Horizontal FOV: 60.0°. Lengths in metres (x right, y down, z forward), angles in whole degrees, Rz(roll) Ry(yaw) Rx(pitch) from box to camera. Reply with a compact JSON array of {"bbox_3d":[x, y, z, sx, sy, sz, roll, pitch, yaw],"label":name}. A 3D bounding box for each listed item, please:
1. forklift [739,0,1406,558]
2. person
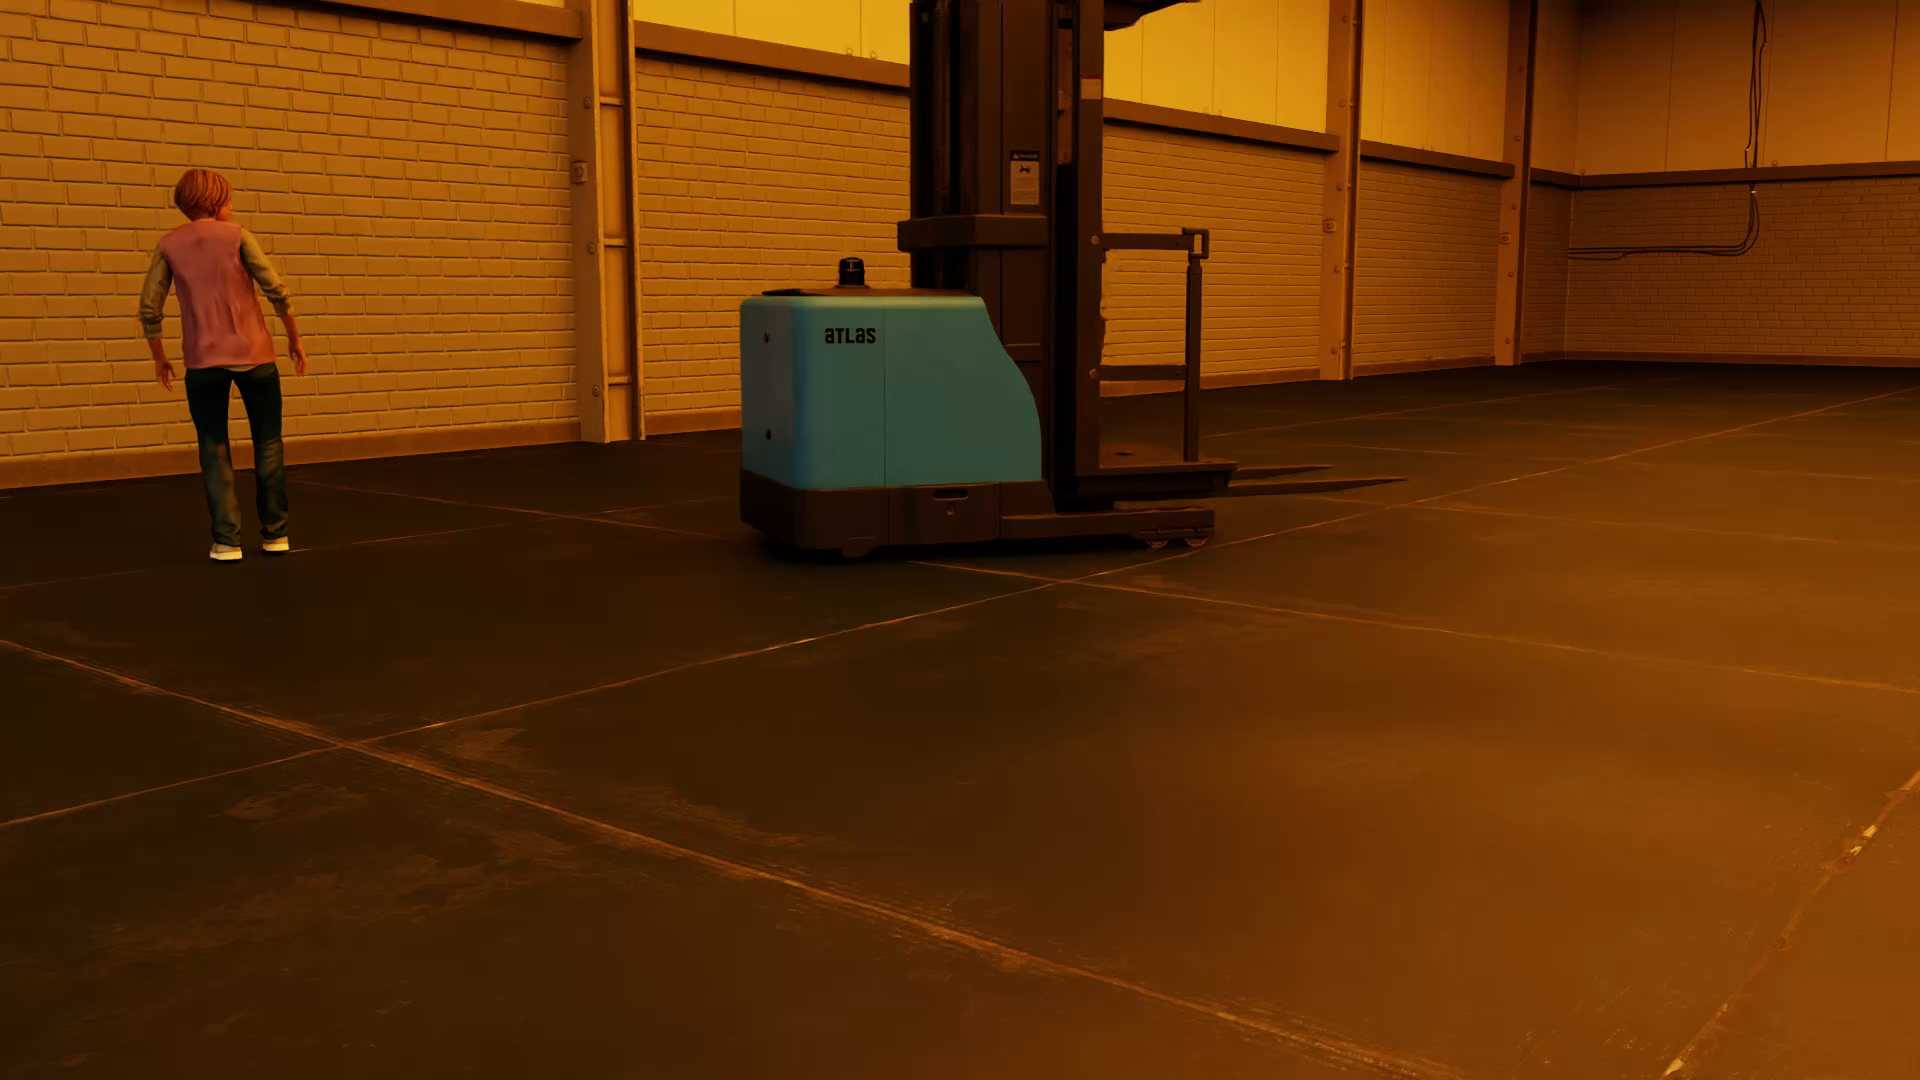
[{"bbox_3d":[0.578,-1.486,7.437,3.031,2.935,1.130,-3,9,-21],"label":"forklift"},{"bbox_3d":[-3.011,-0.714,6.832,0.617,1.585,0.456,-3,9,-19],"label":"person"}]
